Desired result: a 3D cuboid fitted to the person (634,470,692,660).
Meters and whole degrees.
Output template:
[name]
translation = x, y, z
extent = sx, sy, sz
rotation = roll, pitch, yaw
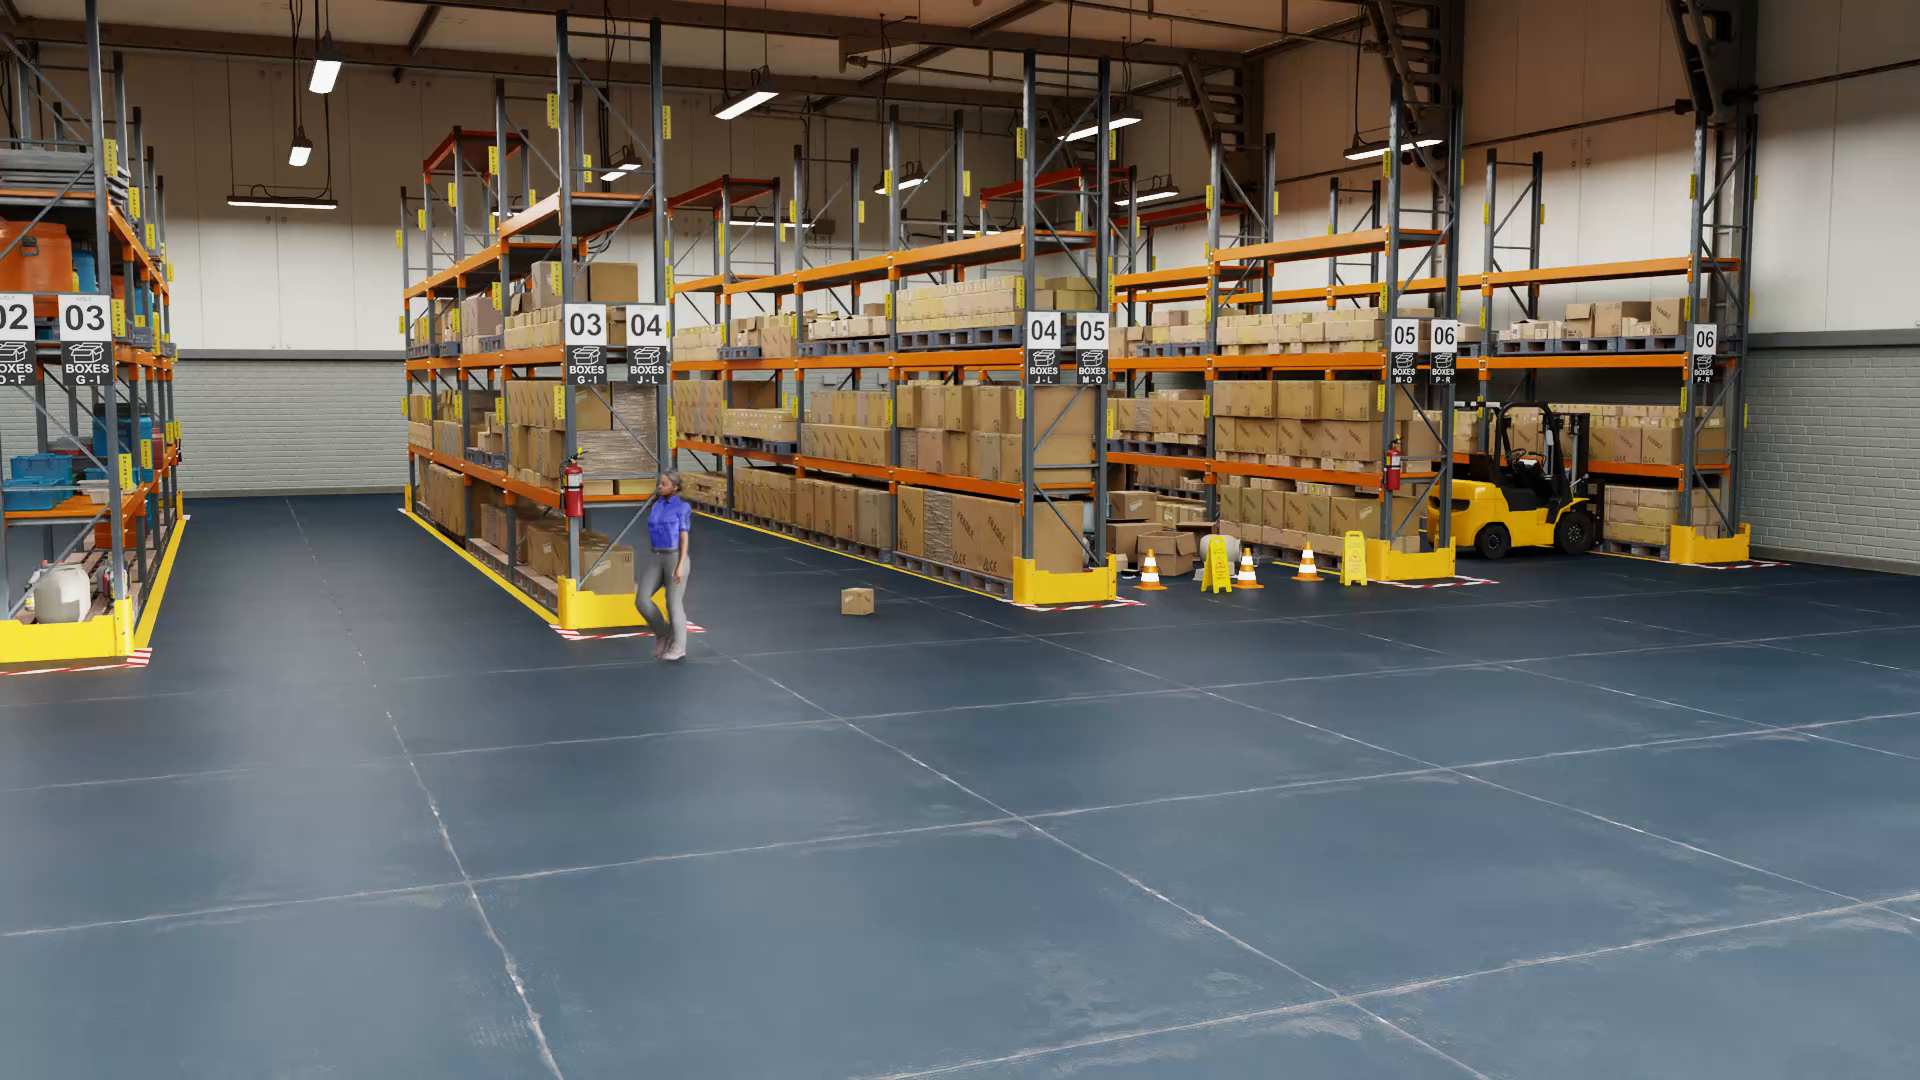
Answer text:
[person]
translation = -2.573, 0.231, 14.479
extent = 0.454, 1.668, 0.423
rotation = 3, 6, 30
